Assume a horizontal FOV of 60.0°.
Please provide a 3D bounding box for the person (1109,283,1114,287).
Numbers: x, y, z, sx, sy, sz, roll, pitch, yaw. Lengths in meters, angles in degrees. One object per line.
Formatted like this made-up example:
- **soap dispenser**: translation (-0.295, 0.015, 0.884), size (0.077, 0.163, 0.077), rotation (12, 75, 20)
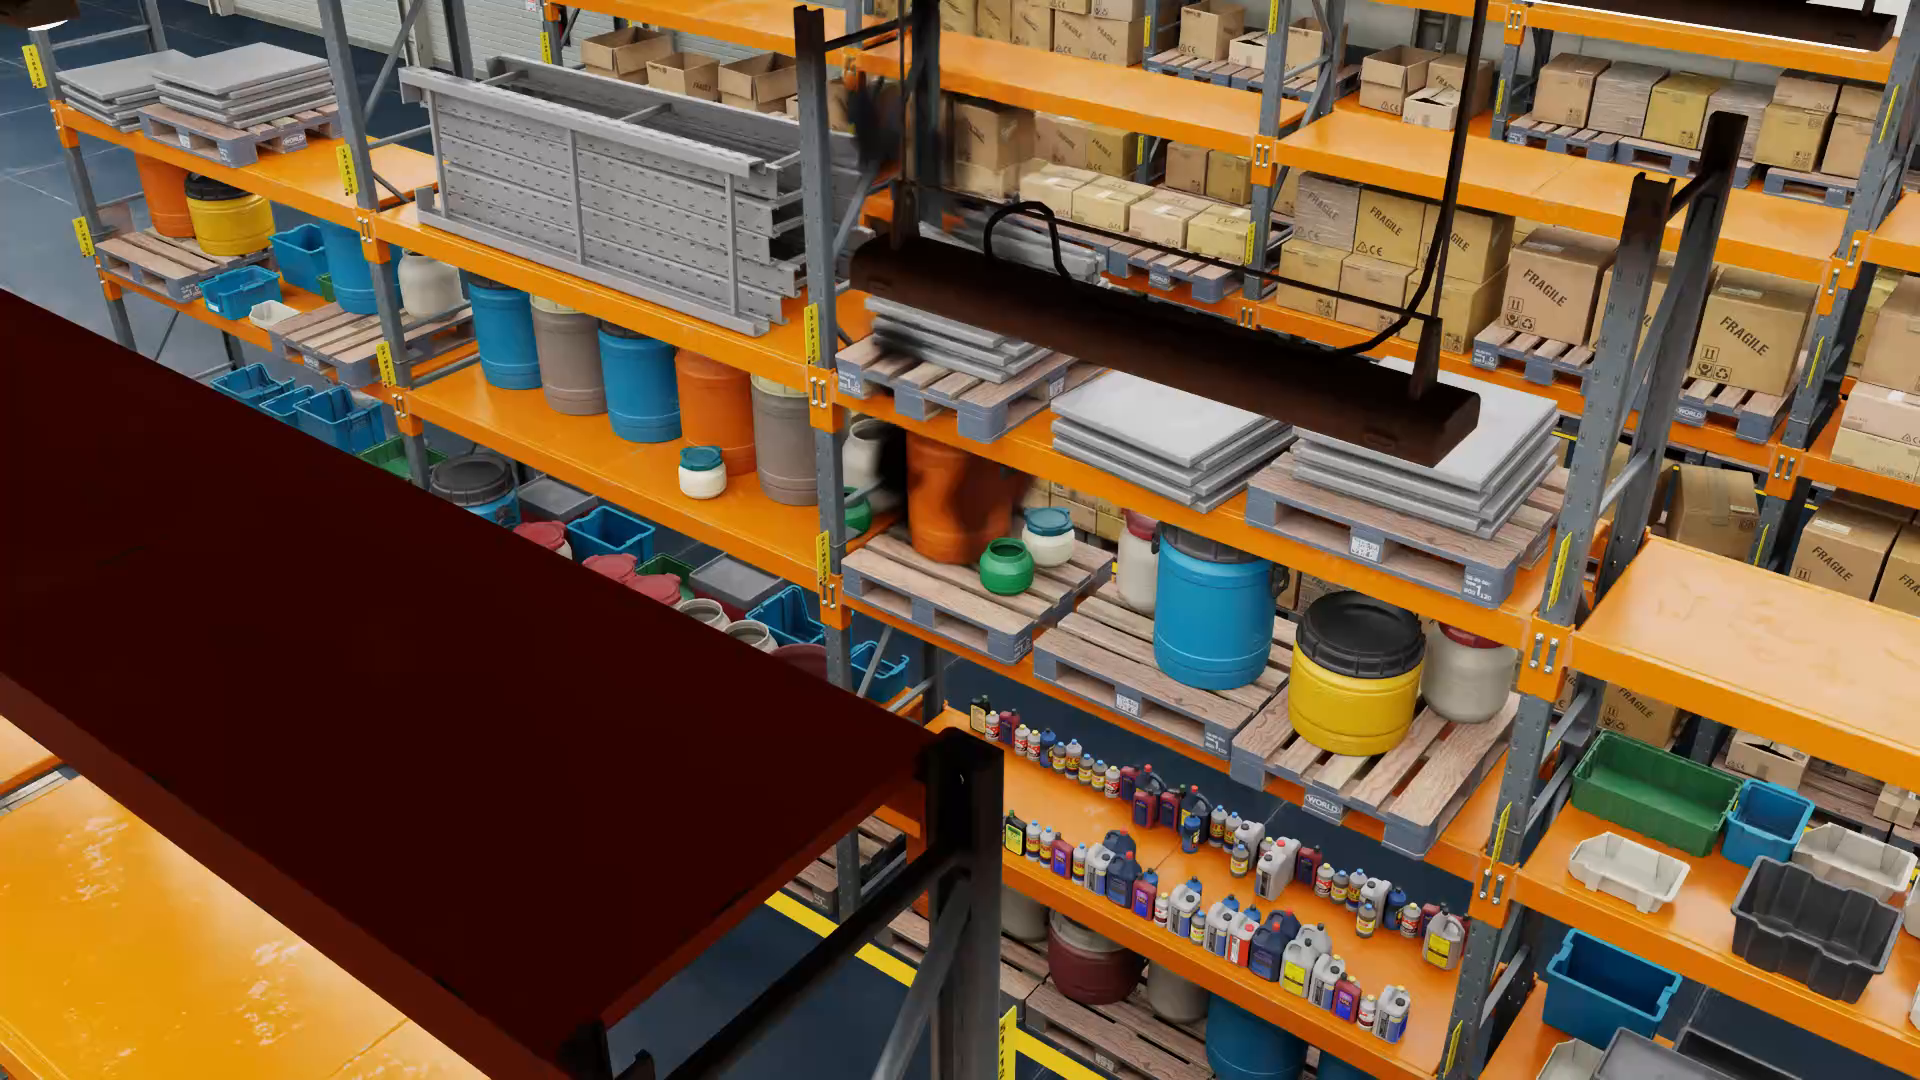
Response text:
- **person**: translation (1.407, -2.412, 17.590), size (0.829, 1.738, 0.725), rotation (14, 34, 21)

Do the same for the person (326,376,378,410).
- **person**: translation (-5.766, -1.400, 15.889), size (0.708, 1.814, 0.633), rotation (6, 32, 10)
